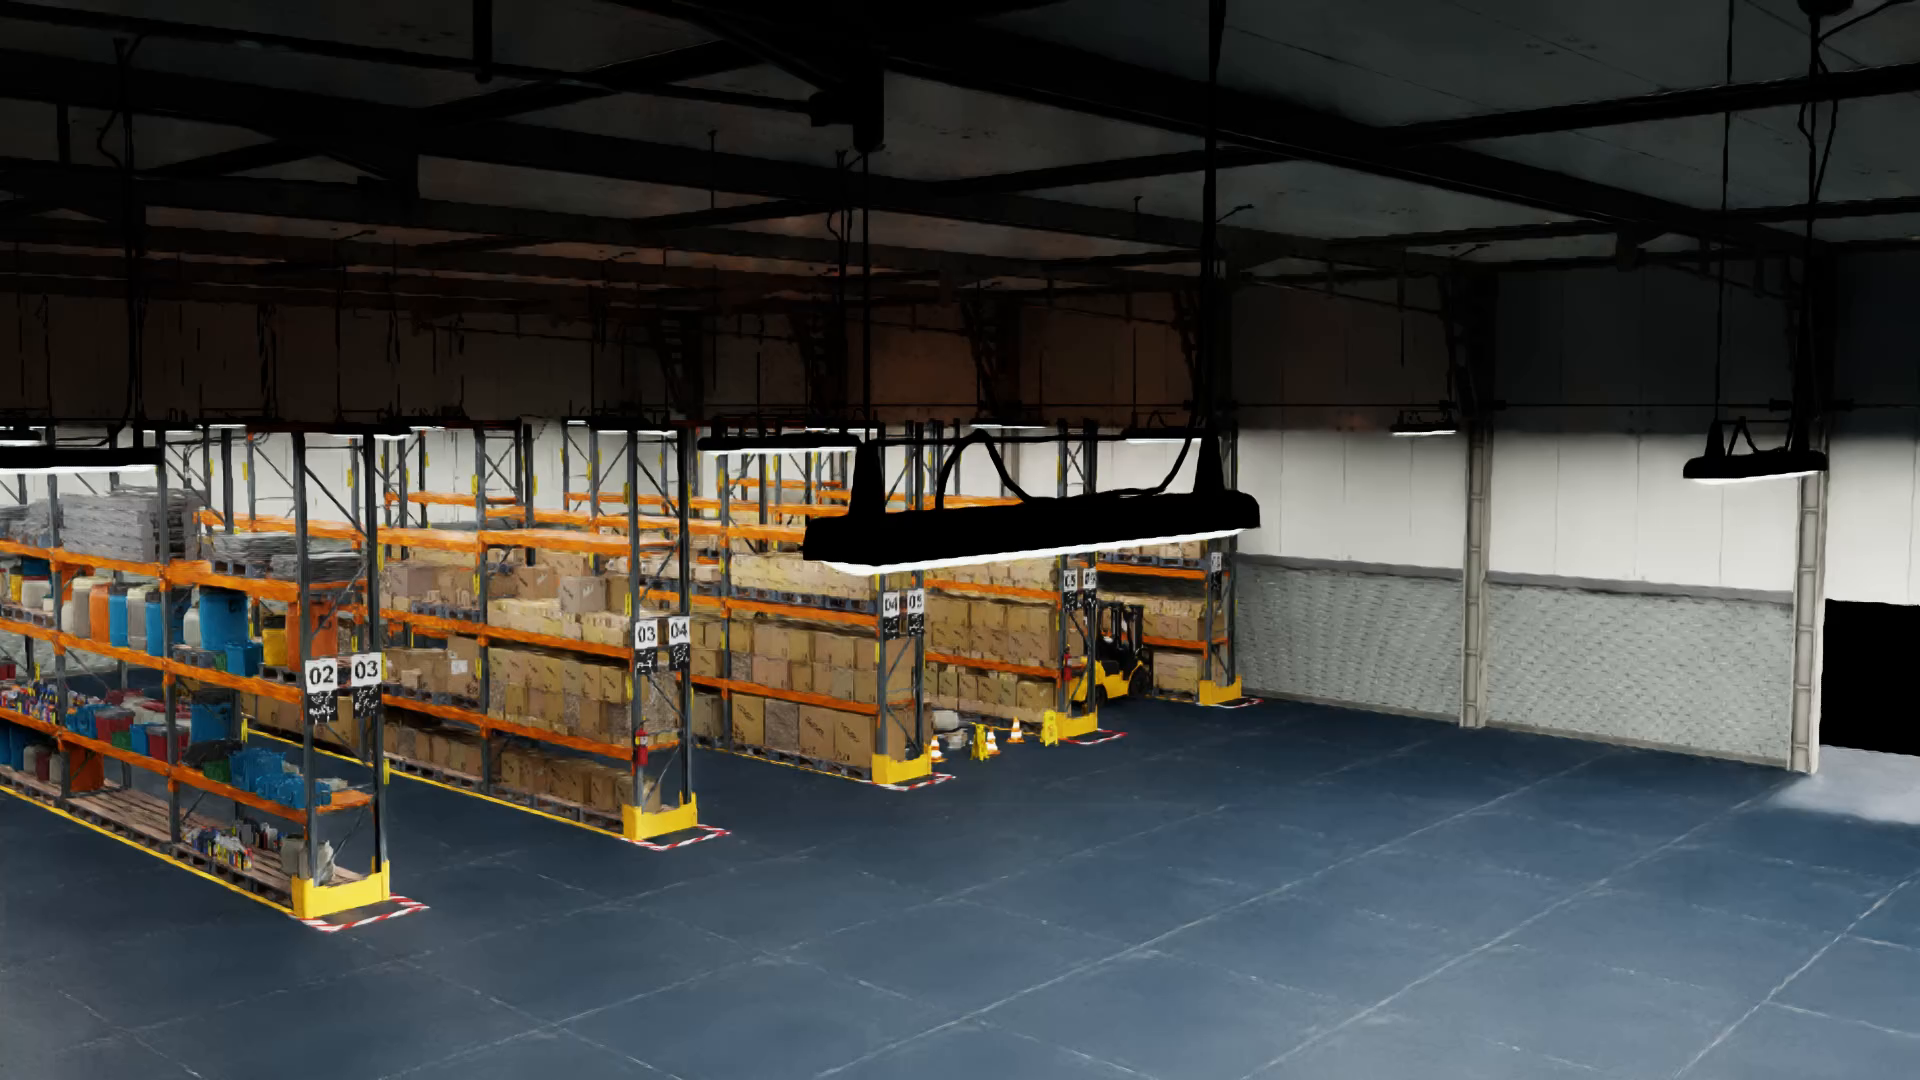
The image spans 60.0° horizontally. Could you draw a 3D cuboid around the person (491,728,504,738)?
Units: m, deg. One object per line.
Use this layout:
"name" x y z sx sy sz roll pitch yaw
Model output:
"person" -8.688 2.989 30.765 0.471 1.652 0.523 -1 5 -17
